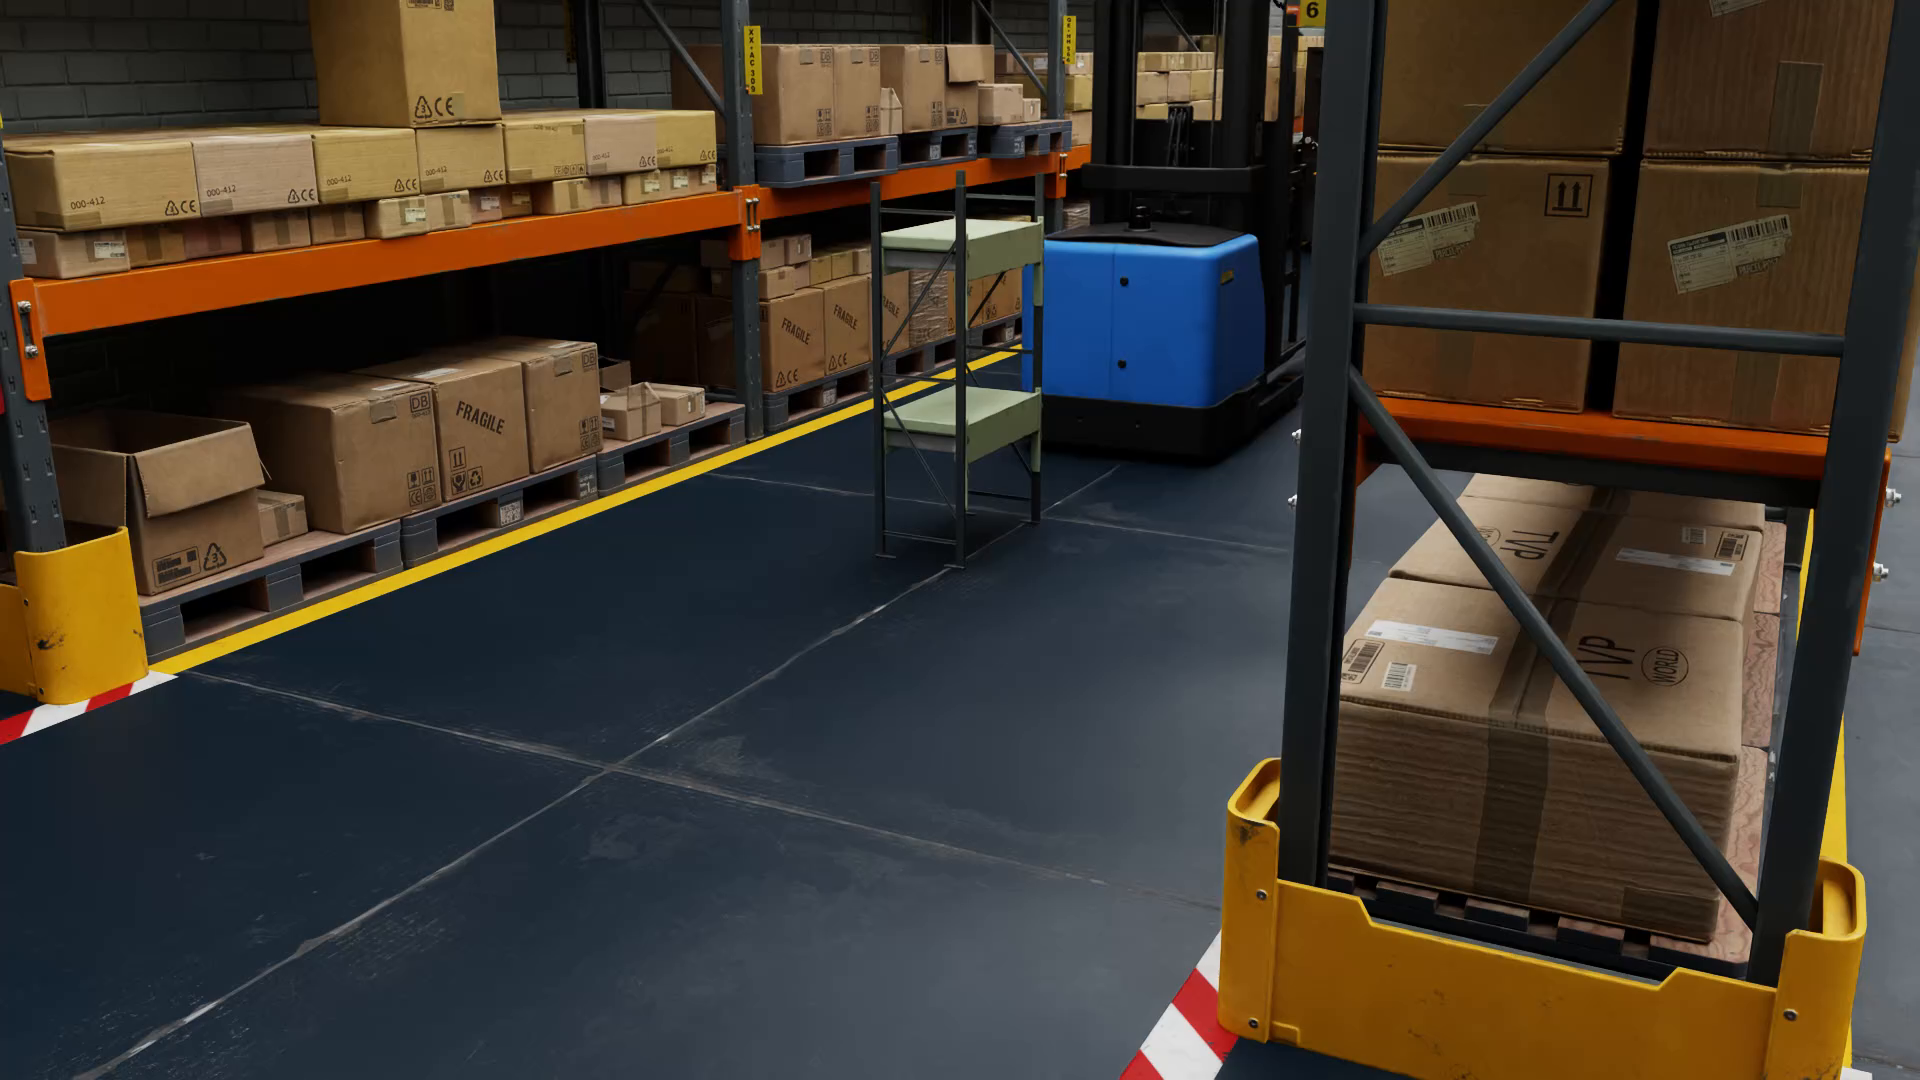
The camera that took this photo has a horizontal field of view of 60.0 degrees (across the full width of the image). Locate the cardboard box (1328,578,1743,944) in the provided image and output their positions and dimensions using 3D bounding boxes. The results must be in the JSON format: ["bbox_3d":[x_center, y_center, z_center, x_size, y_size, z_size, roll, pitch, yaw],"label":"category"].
[{"bbox_3d":[1.345,0.470,3.937,0.875,0.438,0.875,7,18,24],"label":"cardboard box"}]

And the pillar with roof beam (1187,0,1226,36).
[{"bbox_3d":[6.580,-7.348,15.958,9.100,9.000,0.400,8,18,25],"label":"pillar with roof beam"}]

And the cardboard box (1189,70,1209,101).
[{"bbox_3d":[1.845,-3.942,14.412,0.500,0.250,0.500,8,18,24],"label":"cardboard box"}]

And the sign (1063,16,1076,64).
[{"bbox_3d":[0.761,-3.495,11.629,0.100,0.325,0.005,8,18,25],"label":"sign"}]

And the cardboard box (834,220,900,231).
[{"bbox_3d":[-0.627,-2.070,11.240,0.380,0.149,0.250,7,18,23],"label":"cardboard box"}]

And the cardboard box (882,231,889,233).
[{"bbox_3d":[-0.340,-1.866,10.553,0.380,0.149,0.250,7,18,23],"label":"cardboard box"}]

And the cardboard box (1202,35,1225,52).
[{"bbox_3d":[2.467,-4.608,15.434,0.380,0.149,0.250,9,19,26],"label":"cardboard box"}]

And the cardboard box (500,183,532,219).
[{"bbox_3d":[-2.070,-1.470,7.147,0.380,0.149,0.250,8,18,26],"label":"cardboard box"}]

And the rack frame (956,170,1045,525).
[{"bbox_3d":[0.167,-0.814,7.130,0.400,1.500,0.023,8,18,25],"label":"rack frame"}]

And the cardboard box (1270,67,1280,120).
[{"bbox_3d":[2.934,-4.455,16.580,0.500,0.500,0.500,8,18,25],"label":"cardboard box"}]

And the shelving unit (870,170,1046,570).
[{"bbox_3d":[0.003,-0.721,6.817,0.431,1.500,0.755,8,18,25],"label":"shelving unit"}]

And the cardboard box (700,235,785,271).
[{"bbox_3d":[-1.172,-1.548,8.957,0.380,0.149,0.250,8,18,24],"label":"cardboard box"}]

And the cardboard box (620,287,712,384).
[{"bbox_3d":[-1.561,-1.191,9.420,0.500,0.500,0.500,8,18,25],"label":"cardboard box"}]

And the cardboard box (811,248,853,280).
[{"bbox_3d":[-0.848,-1.616,9.710,0.380,0.149,0.250,8,18,24],"label":"cardboard box"}]

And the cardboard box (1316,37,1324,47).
[{"bbox_3d":[3.700,-5.329,17.860,0.380,0.149,0.250,9,19,27],"label":"cardboard box"}]

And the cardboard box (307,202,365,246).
[{"bbox_3d":[-2.471,-1.202,6.245,0.380,0.149,0.250,8,19,26],"label":"cardboard box"}]

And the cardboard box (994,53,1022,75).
[{"bbox_3d":[0.236,-3.512,12.266,0.380,0.149,0.250,9,19,27],"label":"cardboard box"}]

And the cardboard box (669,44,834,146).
[{"bbox_3d":[-1.100,-2.370,8.821,0.700,0.500,0.500,9,19,27],"label":"cardboard box"}]

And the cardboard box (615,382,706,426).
[{"bbox_3d":[-1.502,-0.681,8.319,0.380,0.149,0.250,7,18,24],"label":"cardboard box"}]

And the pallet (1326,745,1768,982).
[{"bbox_3d":[1.426,0.747,4.139,1.003,0.211,1.213,8,18,25],"label":"pallet"}]

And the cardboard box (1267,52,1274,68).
[{"bbox_3d":[2.819,-4.660,16.129,0.380,0.149,0.250,9,19,27],"label":"cardboard box"}]

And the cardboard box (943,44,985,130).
[{"bbox_3d":[-0.292,-2.856,10.453,0.797,0.503,0.637,8,18,24],"label":"cardboard box"}]

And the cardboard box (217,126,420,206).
[{"bbox_3d":[-2.411,-1.417,6.267,0.500,0.250,0.500,8,18,24],"label":"cardboard box"}]

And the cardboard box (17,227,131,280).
[{"bbox_3d":[-2.911,-0.935,5.346,0.380,0.149,0.250,8,18,25],"label":"cardboard box"}]

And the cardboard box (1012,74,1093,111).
[{"bbox_3d":[0.711,-3.291,12.222,0.500,0.250,0.500,8,18,25],"label":"cardboard box"}]

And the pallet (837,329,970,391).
[{"bbox_3d":[-0.642,-1.213,10.737,1.003,0.211,1.213,8,18,25],"label":"pallet"}]

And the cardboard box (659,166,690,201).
[{"bbox_3d":[-1.529,-1.723,7.998,0.380,0.149,0.250,9,19,27],"label":"cardboard box"}]

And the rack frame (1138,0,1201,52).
[{"bbox_3d":[2.059,-4.063,15.437,1.000,3.000,0.127,8,18,25],"label":"rack frame"}]

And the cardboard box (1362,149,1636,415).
[{"bbox_3d":[1.118,-0.581,3.536,0.500,0.500,0.500,8,18,26],"label":"cardboard box"}]

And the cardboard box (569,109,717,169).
[{"bbox_3d":[-1.525,-1.936,8.014,0.500,0.250,0.500,9,19,27],"label":"cardboard box"}]

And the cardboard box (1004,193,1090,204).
[{"bbox_3d":[0.847,-2.432,13.378,0.875,0.625,0.625,9,19,27],"label":"cardboard box"}]

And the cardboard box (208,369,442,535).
[{"bbox_3d":[-2.528,-0.366,6.643,0.700,0.500,0.500,9,19,28],"label":"cardboard box"}]

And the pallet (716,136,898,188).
[{"bbox_3d":[-1.061,-2.123,9.242,1.003,0.211,1.213,8,18,25],"label":"pallet"}]

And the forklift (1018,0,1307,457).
[{"bbox_3d":[1.362,-2.193,9.262,1.130,2.935,3.031,7,18,23],"label":"forklift"}]

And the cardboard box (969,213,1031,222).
[{"bbox_3d":[0.277,-2.201,11.679,0.380,0.149,0.250,7,18,23],"label":"cardboard box"}]

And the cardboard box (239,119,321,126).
[{"bbox_3d":[-2.644,-1.618,6.946,0.500,0.250,0.500,8,18,25],"label":"cardboard box"}]

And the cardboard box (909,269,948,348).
[{"bbox_3d":[-0.405,-1.518,10.520,0.500,0.500,0.500,7,18,23],"label":"cardboard box"}]

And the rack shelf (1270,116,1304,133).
[{"bbox_3d":[2.953,-4.228,17.255,1.077,0.370,4.000,8,18,25],"label":"rack shelf"}]

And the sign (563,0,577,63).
[{"bbox_3d":[-2.014,-2.650,8.646,0.100,0.325,0.005,8,18,25],"label":"sign"}]

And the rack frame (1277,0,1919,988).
[{"bbox_3d":[1.139,-0.376,3.023,1.000,3.000,0.127,8,18,25],"label":"rack frame"}]

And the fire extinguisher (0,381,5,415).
[{"bbox_3d":[-2.955,-0.695,4.886,0.296,0.674,0.183,8,18,25],"label":"fire extinguisher"}]

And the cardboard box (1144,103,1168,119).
[{"bbox_3d":[1.375,-3.446,13.622,0.500,0.250,0.500,9,19,27],"label":"cardboard box"}]

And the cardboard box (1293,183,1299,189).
[{"bbox_3d":[3.236,-3.654,17.272,0.500,0.250,0.500,8,18,25],"label":"cardboard box"}]

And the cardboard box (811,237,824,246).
[{"bbox_3d":[-1.069,-1.805,10.348,0.380,0.149,0.250,8,18,26],"label":"cardboard box"}]

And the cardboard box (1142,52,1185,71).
[{"bbox_3d":[1.677,-4.041,14.046,0.380,0.149,0.250,8,18,24],"label":"cardboard box"}]

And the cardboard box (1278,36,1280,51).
[{"bbox_3d":[2.971,-4.947,16.573,0.380,0.149,0.250,8,18,25],"label":"cardboard box"}]

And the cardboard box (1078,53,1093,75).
[{"bbox_3d":[0.796,-3.515,12.277,0.380,0.149,0.250,9,19,27],"label":"cardboard box"}]
